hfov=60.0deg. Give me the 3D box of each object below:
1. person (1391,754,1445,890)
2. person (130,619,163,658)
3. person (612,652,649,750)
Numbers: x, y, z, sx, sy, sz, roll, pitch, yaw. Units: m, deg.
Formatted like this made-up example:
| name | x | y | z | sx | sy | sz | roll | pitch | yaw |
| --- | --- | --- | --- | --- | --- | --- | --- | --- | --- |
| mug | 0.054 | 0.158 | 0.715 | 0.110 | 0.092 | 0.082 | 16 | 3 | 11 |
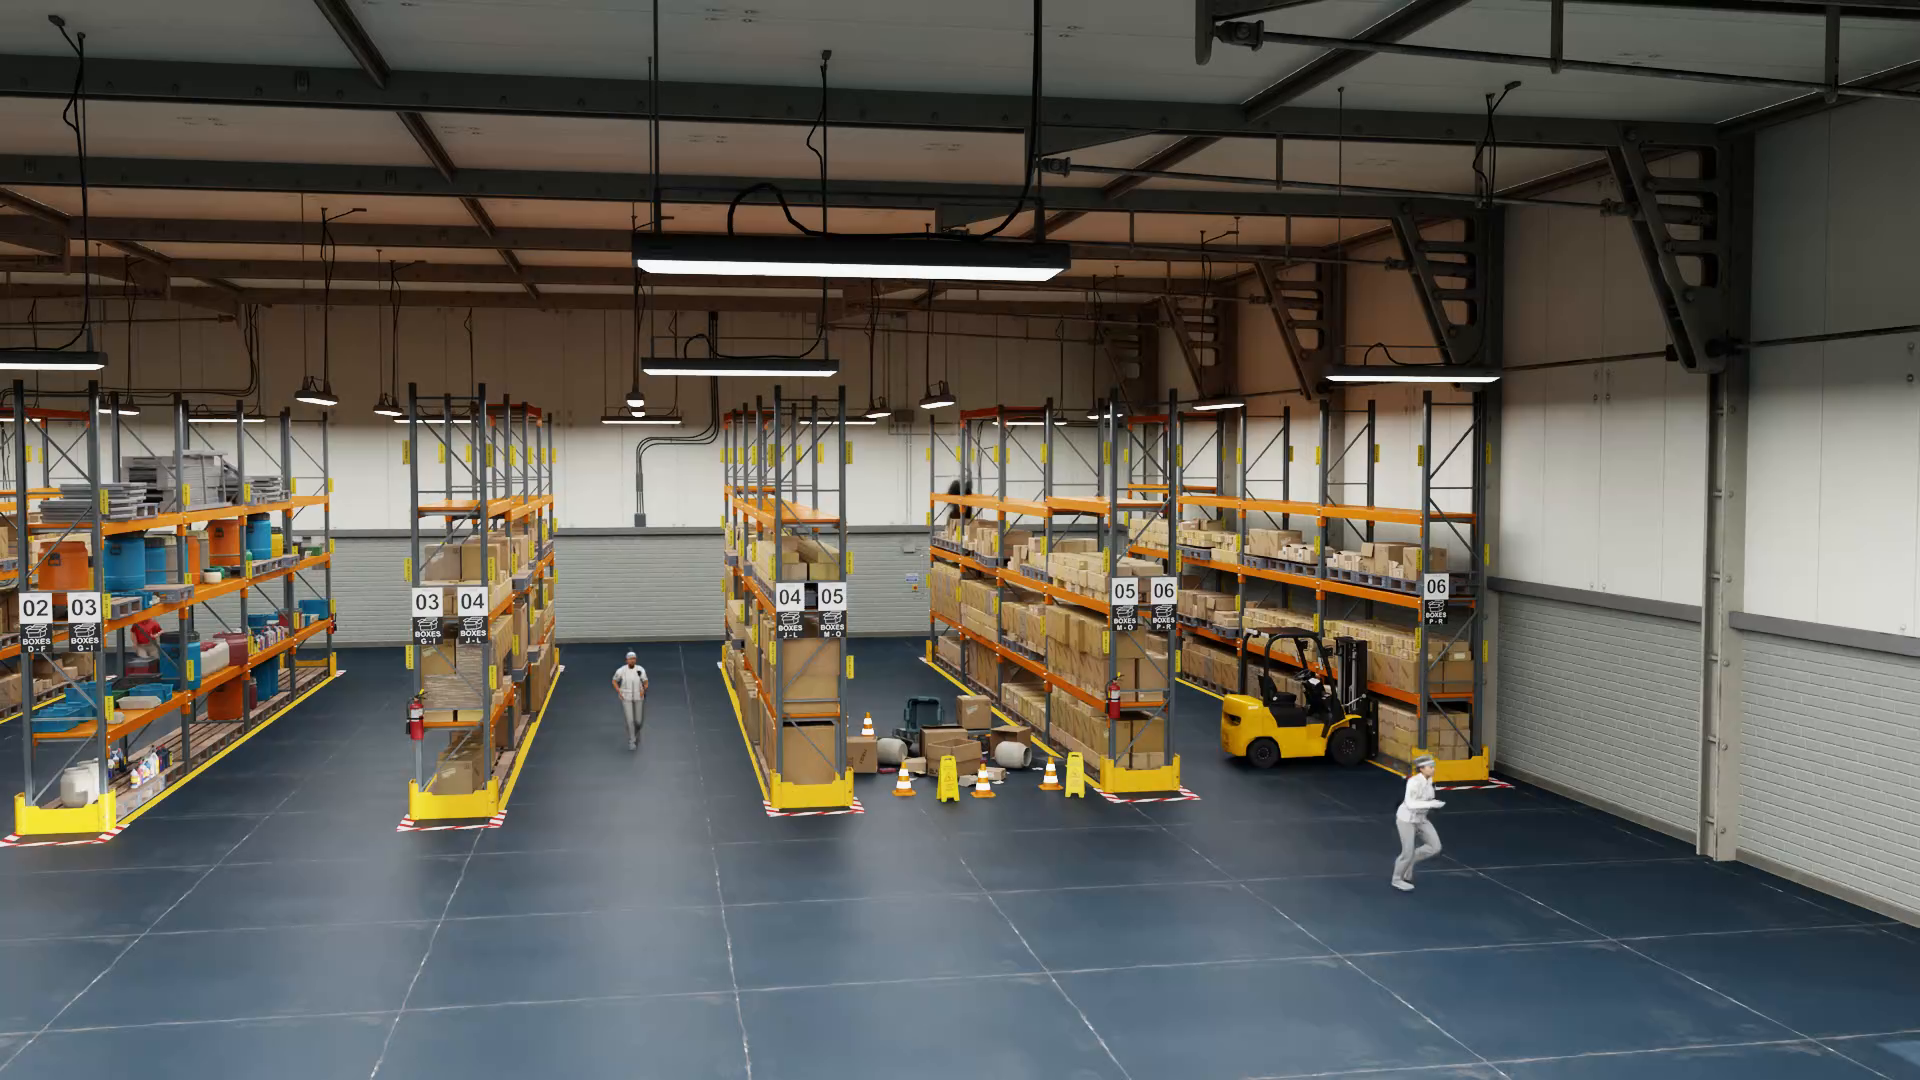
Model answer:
| name | x | y | z | sx | sy | sz | roll | pitch | yaw |
| --- | --- | --- | --- | --- | --- | --- | --- | --- | --- |
| person | 5.248 | 3.217 | 18.972 | 0.602 | 1.619 | 0.722 | -2 | 4 | -38 |
| person | -17.494 | 2.355 | 35.780 | 0.659 | 1.746 | 0.888 | -1 | 3 | -20 |
| person | -5.656 | 2.740 | 28.564 | 0.616 | 1.653 | 0.669 | -1 | 3 | -21 |
